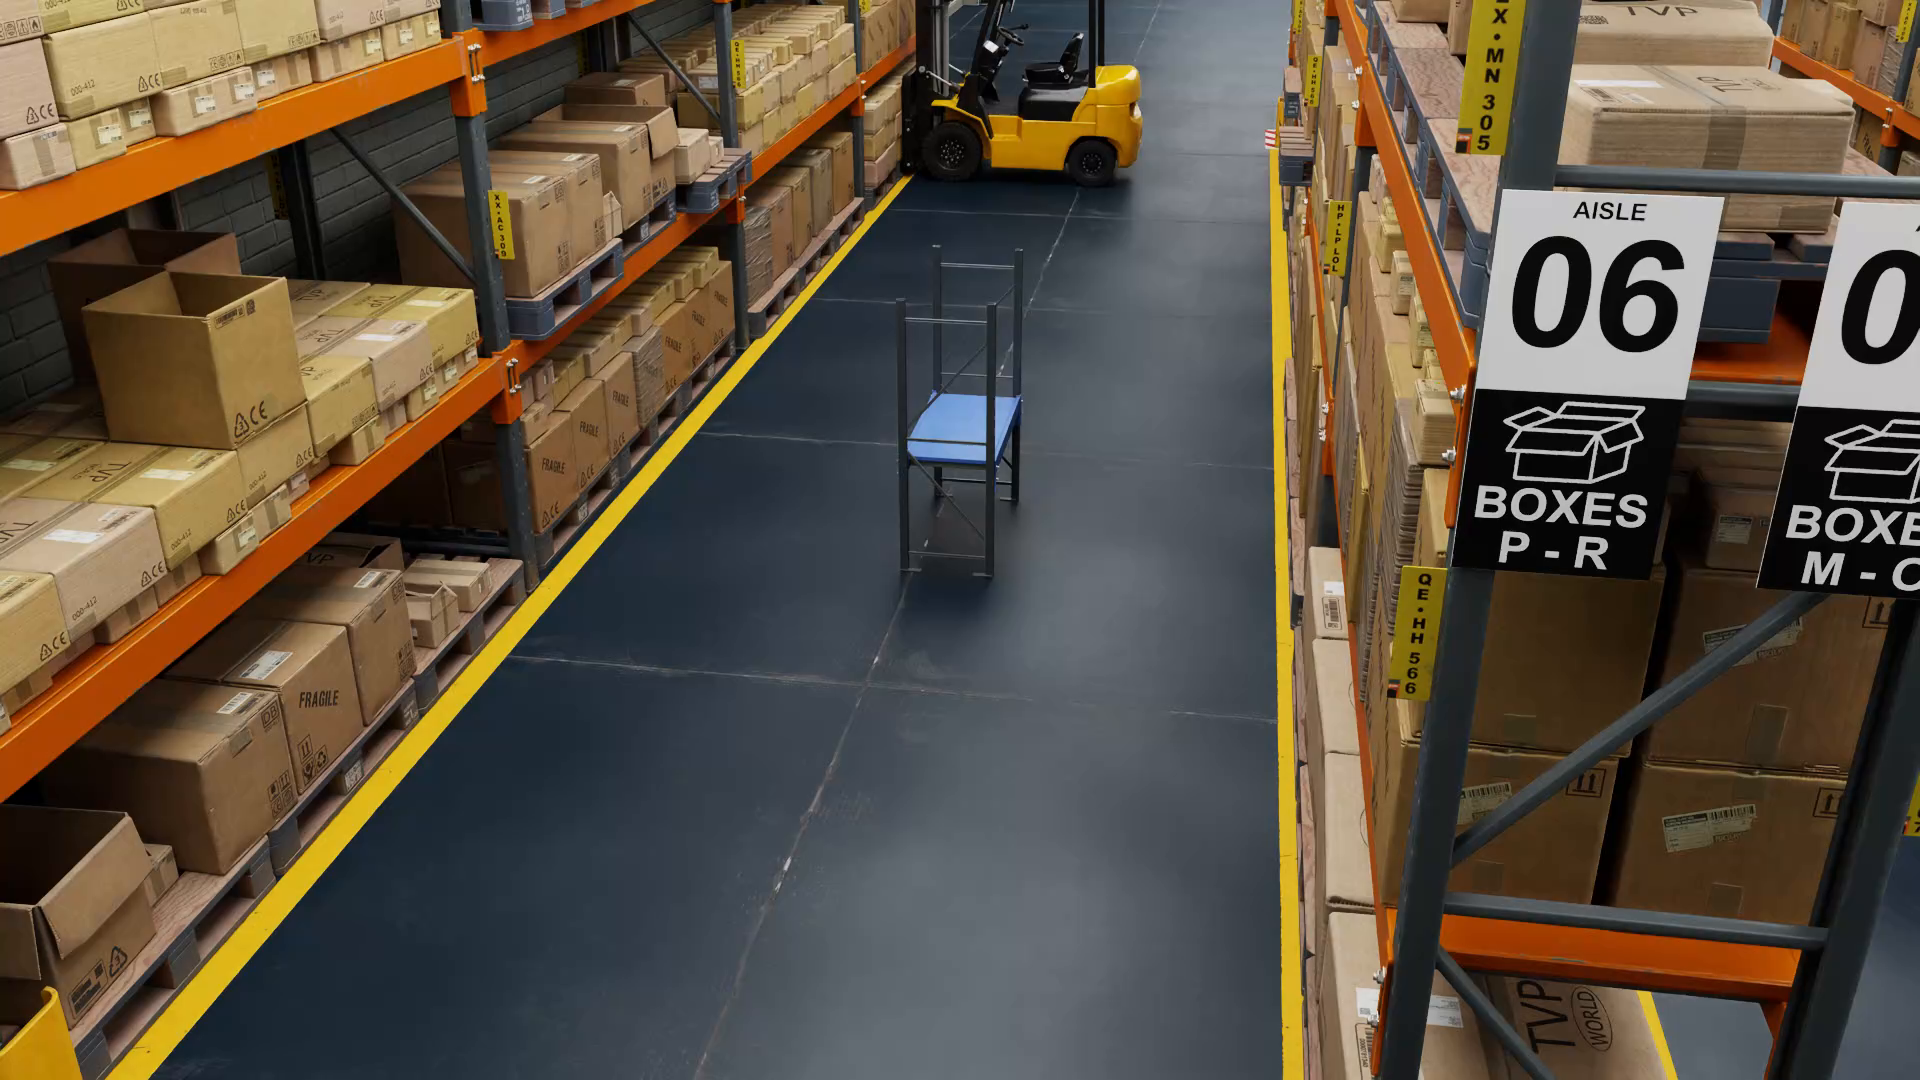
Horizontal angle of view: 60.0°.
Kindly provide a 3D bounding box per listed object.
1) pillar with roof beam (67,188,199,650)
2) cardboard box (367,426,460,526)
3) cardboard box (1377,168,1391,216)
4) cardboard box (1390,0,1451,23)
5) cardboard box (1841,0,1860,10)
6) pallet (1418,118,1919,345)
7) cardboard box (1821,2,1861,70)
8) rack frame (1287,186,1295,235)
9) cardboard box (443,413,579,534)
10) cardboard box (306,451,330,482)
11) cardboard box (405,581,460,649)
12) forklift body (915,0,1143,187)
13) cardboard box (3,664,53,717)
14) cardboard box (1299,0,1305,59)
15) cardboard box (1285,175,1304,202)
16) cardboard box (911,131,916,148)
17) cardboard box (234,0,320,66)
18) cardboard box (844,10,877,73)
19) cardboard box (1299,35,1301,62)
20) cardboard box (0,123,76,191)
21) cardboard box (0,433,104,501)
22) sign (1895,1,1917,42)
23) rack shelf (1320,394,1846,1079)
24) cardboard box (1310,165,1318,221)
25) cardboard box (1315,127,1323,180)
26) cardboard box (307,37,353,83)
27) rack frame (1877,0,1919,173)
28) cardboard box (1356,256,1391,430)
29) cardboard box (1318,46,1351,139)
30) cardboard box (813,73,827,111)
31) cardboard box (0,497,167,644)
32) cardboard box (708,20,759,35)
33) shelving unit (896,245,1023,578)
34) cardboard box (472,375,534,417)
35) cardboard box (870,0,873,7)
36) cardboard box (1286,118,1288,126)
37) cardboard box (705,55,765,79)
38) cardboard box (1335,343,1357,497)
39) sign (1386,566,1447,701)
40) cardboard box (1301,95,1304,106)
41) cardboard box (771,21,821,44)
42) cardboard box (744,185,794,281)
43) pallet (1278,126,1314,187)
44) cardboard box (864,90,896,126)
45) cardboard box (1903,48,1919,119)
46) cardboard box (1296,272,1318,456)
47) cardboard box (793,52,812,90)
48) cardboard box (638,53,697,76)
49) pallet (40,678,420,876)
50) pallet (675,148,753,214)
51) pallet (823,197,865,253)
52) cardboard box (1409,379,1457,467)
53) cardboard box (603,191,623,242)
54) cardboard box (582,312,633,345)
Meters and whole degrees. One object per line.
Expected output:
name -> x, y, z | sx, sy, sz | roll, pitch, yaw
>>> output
pillar with roof beam -> 0.532, -3.324, 5.736 | 9.100, 9.000, 0.400 | 4, 25, 9
cardboard box -> -2.924, -0.418, 9.057 | 0.500, 0.500, 0.500 | 4, 25, 8
cardboard box -> 1.851, -1.361, 6.557 | 0.380, 0.149, 0.250 | 4, 25, 9
cardboard box -> 1.882, -2.199, 6.141 | 0.500, 0.500, 0.500 | 4, 25, 9
cardboard box -> 8.765, -5.222, 15.418 | 0.875, 0.550, 0.500 | 4, 25, 9
pallet -> 1.642, -0.748, 3.876 | 1.003, 0.211, 1.213 | 4, 25, 9
cardboard box -> 8.701, -4.738, 15.656 | 0.875, 0.550, 0.500 | 4, 25, 9
rack frame -> 3.492, -4.137, 14.551 | 1.000, 3.000, 0.127 | 4, 25, 9
cardboard box -> -2.412, -0.379, 8.974 | 0.500, 0.500, 0.500 | 5, 26, 11
cardboard box -> -2.791, -0.332, 6.716 | 0.380, 0.149, 0.250 | 4, 25, 9
cardboard box -> -2.572, 0.317, 7.764 | 0.396, 0.266, 0.258 | 5, 26, 10
forklift body -> 0.738, -4.849, 17.072 | 2.313, 2.155, 1.214 | 4, 25, 9
cardboard box -> -3.046, 0.425, 5.100 | 0.380, 0.149, 0.250 | 5, 25, 10
cardboard box -> 3.133, -4.331, 14.001 | 0.500, 0.500, 0.500 | 5, 25, 10
cardboard box -> 3.324, -3.348, 15.612 | 0.500, 0.250, 0.500 | 5, 26, 11
cardboard box -> -0.761, -4.244, 17.527 | 0.500, 0.250, 0.500 | 5, 26, 10
cardboard box -> -2.714, -1.908, 6.076 | 0.500, 0.250, 0.500 | 5, 25, 10
cardboard box -> -1.075, -4.692, 15.619 | 0.500, 0.500, 0.500 | 3, 25, 7
cardboard box -> 3.320, -4.520, 14.900 | 0.500, 0.500, 0.500 | 3, 25, 7
cardboard box -> -2.867, -1.137, 4.900 | 0.380, 0.149, 0.250 | 5, 25, 10
cardboard box -> -3.382, -0.161, 5.881 | 0.500, 0.250, 0.500 | 5, 26, 10
sign -> 7.845, -4.302, 13.789 | 0.100, 0.325, 0.005 | 4, 25, 9
rack shelf -> 1.858, 0.371, 5.768 | 1.077, 0.370, 4.000 | 4, 25, 9
cardboard box -> 2.510, -2.209, 10.608 | 0.500, 0.250, 0.500 | 4, 25, 8
cardboard box -> 2.512, -2.428, 10.486 | 0.500, 0.250, 0.500 | 4, 25, 8
cardboard box -> -2.620, -1.891, 6.510 | 0.380, 0.149, 0.250 | 4, 25, 8
rack frame -> 8.392, -3.837, 13.908 | 1.000, 3.000, 0.127 | 4, 25, 9
cardboard box -> 1.685, -0.683, 5.873 | 0.500, 0.500, 0.500 | 4, 25, 10
cardboard box -> 2.517, -2.773, 10.339 | 0.500, 0.500, 0.500 | 3, 25, 7
cardboard box -> -1.418, -3.767, 13.936 | 0.500, 0.250, 0.500 | 4, 25, 9
cardboard box -> -2.944, 0.090, 5.345 | 0.500, 0.250, 0.500 | 4, 25, 9
cardboard box -> -1.899, -4.263, 13.936 | 0.380, 0.149, 0.250 | 4, 25, 8
shelving unit -> 0.014, -0.715, 9.008 | 0.538, 1.500, 1.048 | 4, 25, 9
cardboard box -> -2.451, -0.756, 8.664 | 0.380, 0.149, 0.250 | 4, 25, 8
cardboard box -> -1.038, -5.153, 15.838 | 0.380, 0.149, 0.250 | 4, 25, 8
cardboard box -> 3.567, -4.338, 16.844 | 0.500, 0.500, 0.500 | 5, 25, 10
cardboard box -> -1.657, -3.480, 12.262 | 0.380, 0.149, 0.250 | 5, 25, 10
cardboard box -> 1.764, -0.448, 6.552 | 0.500, 0.500, 0.500 | 4, 25, 9
sign -> 0.998, 0.206, 3.625 | 0.100, 0.325, 0.005 | 4, 25, 9
cardboard box -> 2.850, -3.461, 12.907 | 0.380, 0.149, 0.250 | 5, 26, 11
cardboard box -> -1.375, -4.228, 13.862 | 0.380, 0.149, 0.250 | 3, 25, 7
cardboard box -> -1.844, -2.455, 13.263 | 0.875, 0.625, 0.625 | 5, 26, 10
pallet -> 2.850, -2.683, 11.670 | 1.213, 0.211, 1.003 | 4, 25, 9
cardboard box -> -0.923, -4.271, 16.405 | 0.500, 0.250, 0.500 | 4, 25, 9
cardboard box -> 8.041, -3.681, 13.457 | 0.500, 0.500, 0.500 | 4, 25, 9
cardboard box -> 2.494, -1.036, 9.937 | 0.875, 0.875, 0.875 | 4, 25, 9
cardboard box -> -1.500, -3.776, 13.366 | 0.500, 0.250, 0.500 | 4, 25, 9
cardboard box -> -2.170, -3.517, 12.342 | 0.380, 0.149, 0.250 | 4, 25, 8
pallet -> -3.023, 0.928, 7.018 | 1.003, 0.211, 1.213 | 4, 25, 9
pallet -> -2.100, -2.431, 11.133 | 1.213, 0.211, 1.003 | 4, 25, 9
pallet -> -1.487, -2.906, 15.209 | 1.003, 0.211, 1.213 | 4, 25, 9
cardboard box -> 1.369, -0.296, 4.281 | 0.380, 0.149, 0.250 | 4, 25, 8
cardboard box -> -2.107, -1.818, 9.258 | 0.396, 0.266, 0.258 | 5, 26, 11
cardboard box -> -2.225, -1.283, 10.140 | 0.380, 0.149, 0.250 | 4, 25, 9
